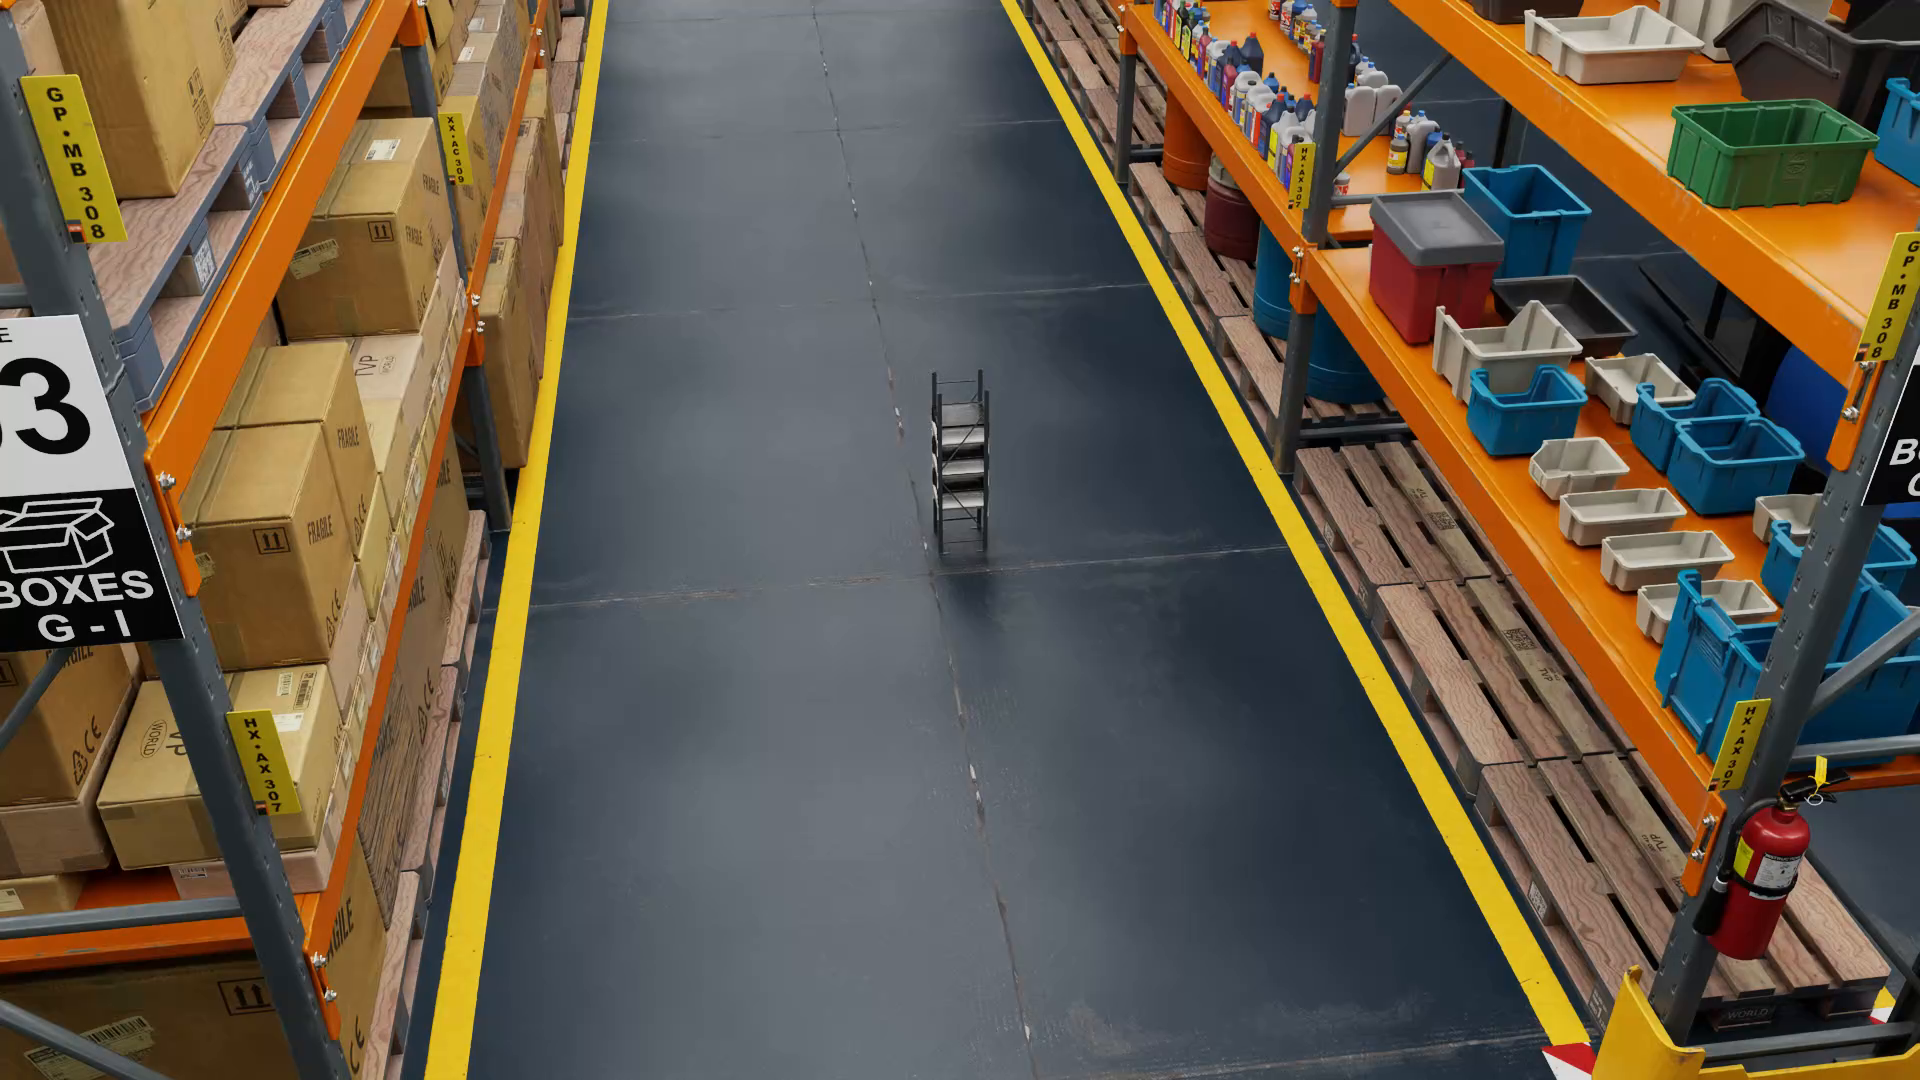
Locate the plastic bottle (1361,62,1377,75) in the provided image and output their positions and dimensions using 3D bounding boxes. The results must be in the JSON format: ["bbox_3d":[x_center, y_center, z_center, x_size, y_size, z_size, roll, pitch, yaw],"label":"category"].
[{"bbox_3d":[2.332,-2.592,9.504,0.097,0.271,0.097,0,34,0],"label":"plastic bottle"}]

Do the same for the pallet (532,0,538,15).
[{"bbox_3d":[-3.486,-3.812,11.351,1.213,0.211,1.003,-4,35,-6],"label":"pallet"}]

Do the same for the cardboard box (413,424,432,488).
[{"bbox_3d":[-2.208,-0.304,6.255,0.380,0.149,0.250,-5,35,-7],"label":"cardboard box"}]

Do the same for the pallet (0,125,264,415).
[{"bbox_3d":[-2.319,-0.654,3.961,1.003,0.211,1.213,-4,35,-6],"label":"pallet"}]

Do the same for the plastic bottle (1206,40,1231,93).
[{"bbox_3d":[1.548,-2.786,9.785,0.152,0.276,0.135,-4,35,-6],"label":"plastic bottle"}]

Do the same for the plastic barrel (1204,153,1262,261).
[{"bbox_3d":[1.858,-2.152,10.513,0.600,0.588,0.708,-4,35,-6],"label":"plastic barrel"}]

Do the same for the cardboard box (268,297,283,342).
[{"bbox_3d":[-2.877,-1.079,6.372,0.500,0.500,0.500,-4,35,-6],"label":"cardboard box"}]

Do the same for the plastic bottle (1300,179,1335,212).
[{"bbox_3d":[1.788,-1.789,8.322,0.152,0.276,0.135,-4,35,-6],"label":"plastic bottle"}]

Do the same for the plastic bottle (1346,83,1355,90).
[{"bbox_3d":[2.200,-2.476,9.397,0.097,0.201,0.097,0,34,0],"label":"plastic bottle"}]

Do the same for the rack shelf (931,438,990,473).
[{"bbox_3d":[0.001,-0.414,7.958,0.258,0.077,0.200,-4,35,-6],"label":"rack shelf"}]

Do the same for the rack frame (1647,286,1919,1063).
[{"bbox_3d":[2.699,0.587,4.725,1.000,3.000,0.127,-4,35,-6],"label":"rack frame"}]

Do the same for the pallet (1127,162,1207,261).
[{"bbox_3d":[1.770,-2.288,11.420,1.003,0.211,1.213,-4,35,-6],"label":"pallet"}]

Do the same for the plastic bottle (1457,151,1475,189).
[{"bbox_3d":[2.535,-1.834,8.381,0.061,0.283,0.133,-4,35,-6],"label":"plastic bottle"}]

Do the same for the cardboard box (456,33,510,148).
[{"bbox_3d":[-2.771,-2.435,9.070,0.500,0.500,0.500,-4,34,-5],"label":"cardboard box"}]

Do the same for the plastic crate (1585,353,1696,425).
[{"bbox_3d":[2.693,-0.612,6.665,0.293,0.136,0.466,-4,35,-6],"label":"plastic crate"}]

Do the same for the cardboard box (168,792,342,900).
[{"bbox_3d":[-1.930,0.843,4.572,0.380,0.149,0.250,-4,34,-6],"label":"cardboard box"}]

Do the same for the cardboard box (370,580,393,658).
[{"bbox_3d":[-2.070,0.270,5.414,0.380,0.149,0.250,-5,35,-7],"label":"cardboard box"}]

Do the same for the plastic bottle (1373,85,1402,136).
[{"bbox_3d":[2.352,-2.398,9.215,0.152,0.276,0.135,-4,35,-6],"label":"plastic bottle"}]

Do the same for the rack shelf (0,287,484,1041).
[{"bbox_3d":[-2.478,0.143,6.015,1.077,0.370,4.000,-4,35,-6],"label":"rack shelf"}]

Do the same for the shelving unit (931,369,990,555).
[{"bbox_3d":[0.001,-0.367,7.990,0.258,0.900,0.210,-4,35,-6],"label":"shelving unit"}]

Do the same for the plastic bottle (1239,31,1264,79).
[{"bbox_3d":[1.698,-2.814,9.759,0.144,0.351,0.185,-4,35,-6],"label":"plastic bottle"}]

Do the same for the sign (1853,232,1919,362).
[{"bbox_3d":[2.156,-0.558,3.835,0.100,0.325,0.005,-4,35,-6],"label":"sign"}]

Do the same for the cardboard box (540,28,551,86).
[{"bbox_3d":[-3.565,-3.648,12.768,0.700,0.500,0.500,-2,34,-2],"label":"cardboard box"}]

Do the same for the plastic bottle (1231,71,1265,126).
[{"bbox_3d":[1.622,-2.479,9.334,0.152,0.276,0.135,-4,35,-6],"label":"plastic bottle"}]

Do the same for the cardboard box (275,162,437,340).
[{"bbox_3d":[-2.357,-1.124,6.440,0.500,0.500,0.500,-4,34,-6],"label":"cardboard box"}]

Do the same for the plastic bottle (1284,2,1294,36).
[{"bbox_3d":[2.142,-3.353,10.683,0.097,0.201,0.097,0,34,0],"label":"plastic bottle"}]

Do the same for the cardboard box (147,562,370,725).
[{"bbox_3d":[-2.082,0.323,4.981,0.500,0.250,0.500,-5,35,-7],"label":"cardboard box"}]

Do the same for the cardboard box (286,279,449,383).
[{"bbox_3d":[-2.355,-0.816,6.652,0.500,0.250,0.500,-3,34,-5],"label":"cardboard box"}]

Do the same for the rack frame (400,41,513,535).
[{"bbox_3d":[-2.747,-1.270,7.450,1.000,3.000,0.127,-4,35,-6],"label":"rack frame"}]

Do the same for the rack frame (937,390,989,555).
[{"bbox_3d":[0.015,-0.311,7.907,0.240,0.900,0.006,-4,35,-6],"label":"rack frame"}]

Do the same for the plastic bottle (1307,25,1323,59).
[{"bbox_3d":[2.207,-3.081,10.284,0.097,0.201,0.097,0,34,0],"label":"plastic bottle"}]

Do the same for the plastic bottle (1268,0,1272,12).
[{"bbox_3d":[2.100,-3.635,11.025,0.061,0.283,0.133,-4,35,-6],"label":"plastic bottle"}]

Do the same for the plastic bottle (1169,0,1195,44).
[{"bbox_3d":[1.423,-3.302,10.541,0.152,0.276,0.135,-4,35,-6],"label":"plastic bottle"}]

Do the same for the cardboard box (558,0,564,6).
[{"bbox_3d":[-3.837,-5.101,14.918,0.500,0.500,0.500,-5,35,-8],"label":"cardboard box"}]

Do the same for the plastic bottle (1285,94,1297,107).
[{"bbox_3d":[1.792,-2.292,9.064,0.097,0.271,0.097,0,34,0],"label":"plastic bottle"}]

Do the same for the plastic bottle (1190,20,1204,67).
[{"bbox_3d":[1.461,-3.030,10.147,0.097,0.271,0.097,0,34,0],"label":"plastic bottle"}]

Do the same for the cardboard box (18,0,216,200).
[{"bbox_3d":[-2.288,-1.143,4.049,0.700,0.500,0.500,-6,35,-8],"label":"cardboard box"}]

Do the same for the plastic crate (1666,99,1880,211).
[{"bbox_3d":[2.283,-1.094,4.716,0.450,0.188,0.336,-4,35,-6],"label":"plastic crate"}]

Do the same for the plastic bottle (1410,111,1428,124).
[{"bbox_3d":[2.439,-2.150,8.855,0.097,0.271,0.097,0,34,0],"label":"plastic bottle"}]

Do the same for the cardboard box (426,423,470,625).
[{"bbox_3d":[-2.737,-0.191,7.381,0.875,0.875,0.875,-4,35,-6],"label":"cardboard box"}]

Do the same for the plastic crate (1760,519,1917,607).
[{"bbox_3d":[2.904,0.101,5.533,0.416,0.233,0.300,-4,35,-6],"label":"plastic crate"}]

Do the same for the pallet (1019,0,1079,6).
[{"bbox_3d":[1.036,-5.335,15.891,1.003,0.211,1.213,-4,35,-6],"label":"pallet"}]

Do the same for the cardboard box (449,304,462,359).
[{"bbox_3d":[-2.346,-0.877,7.096,0.380,0.149,0.250,-4,34,-5],"label":"cardboard box"}]

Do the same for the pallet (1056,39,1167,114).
[{"bbox_3d":[1.397,-3.839,13.696,1.003,0.211,1.213,-4,35,-6],"label":"pallet"}]

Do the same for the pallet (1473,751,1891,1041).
[{"bbox_3d":[2.627,1.276,6.190,1.003,0.211,1.213,-4,35,-6],"label":"pallet"}]

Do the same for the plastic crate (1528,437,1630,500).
[{"bbox_3d":[2.265,-0.250,6.134,0.298,0.136,0.250,-4,35,-6],"label":"plastic crate"}]

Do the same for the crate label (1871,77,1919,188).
[{"bbox_3d":[2.895,-1.130,4.713,0.408,0.251,0.502,-4,35,-6],"label":"crate label"}]

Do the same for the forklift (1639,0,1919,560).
[{"bbox_3d":[4.686,-1.916,8.459,1.130,2.935,3.031,-2,34,-4],"label":"forklift"}]

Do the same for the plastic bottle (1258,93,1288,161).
[{"bbox_3d":[1.688,-2.216,8.882,0.144,0.351,0.185,-4,35,-6],"label":"plastic bottle"}]

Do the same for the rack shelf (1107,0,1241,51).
[{"bbox_3d":[1.354,-4.696,13.116,1.077,0.370,4.000,-4,35,-6],"label":"rack shelf"}]

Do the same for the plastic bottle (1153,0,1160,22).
[{"bbox_3d":[1.361,-3.560,10.920,0.152,0.276,0.135,-4,35,-6],"label":"plastic bottle"}]

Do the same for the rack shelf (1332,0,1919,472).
[{"bbox_3d":[2.430,-1.471,5.720,1.077,0.370,4.000,-4,35,-6],"label":"rack shelf"}]

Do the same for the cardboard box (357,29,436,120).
[{"bbox_3d":[-2.841,-2.082,7.661,0.797,0.503,0.637,-5,35,-8],"label":"cardboard box"}]

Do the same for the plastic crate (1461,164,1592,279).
[{"bbox_3d":[2.562,-1.428,7.643,0.392,0.384,0.575,-4,35,-6],"label":"plastic crate"}]

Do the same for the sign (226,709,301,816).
[{"bbox_3d":[-1.658,0.533,3.965,0.100,0.325,0.005,-4,35,-6],"label":"sign"}]

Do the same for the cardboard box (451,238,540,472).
[{"bbox_3d":[-2.853,-0.921,8.452,1.225,0.875,0.875,-4,35,-6],"label":"cardboard box"}]
